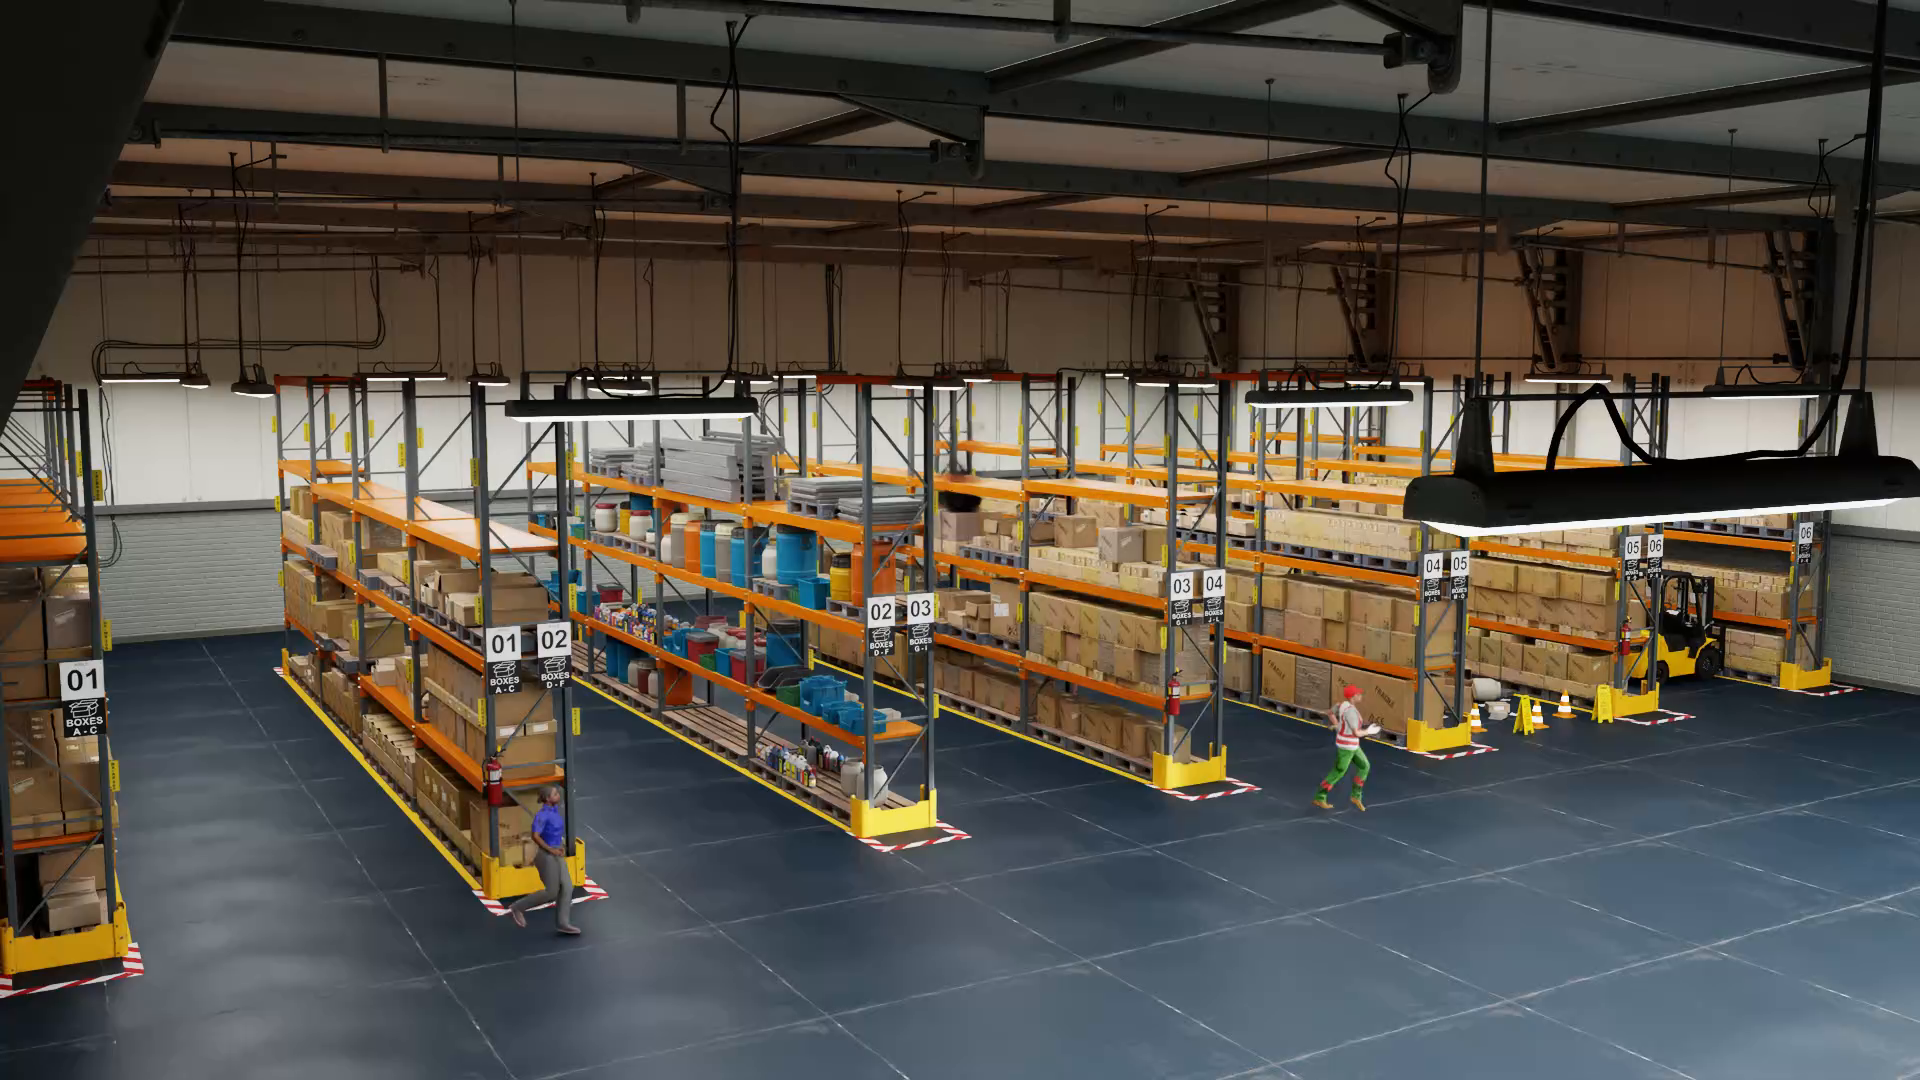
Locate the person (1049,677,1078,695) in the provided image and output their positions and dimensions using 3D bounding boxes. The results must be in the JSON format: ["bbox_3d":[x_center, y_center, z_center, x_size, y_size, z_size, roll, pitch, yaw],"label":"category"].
[{"bbox_3d":[2.022,2.122,31.126,0.587,1.662,0.820,-4,8,-35],"label":"person"}]

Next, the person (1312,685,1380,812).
[{"bbox_3d":[5.385,2.908,23.202,0.908,1.817,0.676,1,6,9],"label":"person"}]

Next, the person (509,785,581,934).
[{"bbox_3d":[-4.556,3.525,18.460,0.787,1.589,0.637,0,6,3],"label":"person"}]
